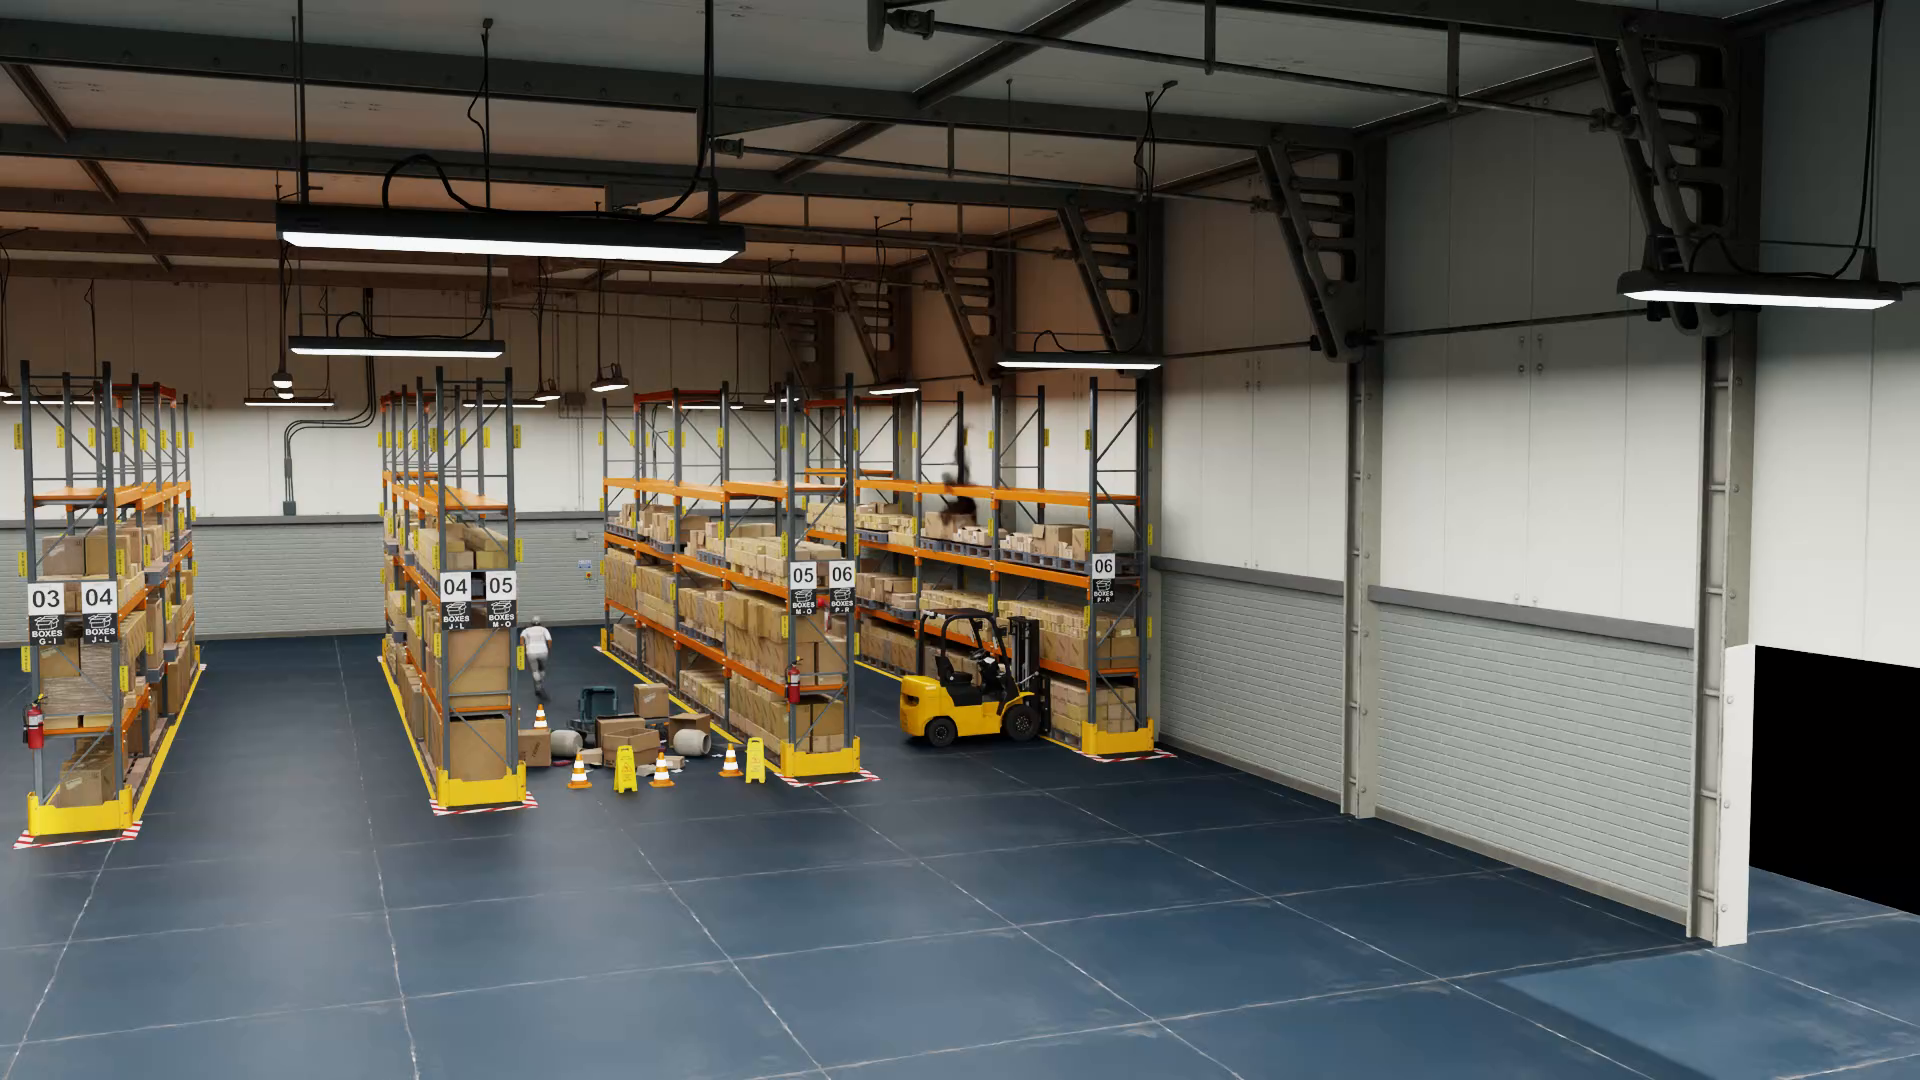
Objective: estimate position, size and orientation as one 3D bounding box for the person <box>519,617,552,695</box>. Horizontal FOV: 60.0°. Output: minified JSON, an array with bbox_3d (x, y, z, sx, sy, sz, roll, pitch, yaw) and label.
[{"bbox_3d":[-8.338,2.301,32.675,0.624,1.519,0.922,-1,4,-17],"label":"person"}]

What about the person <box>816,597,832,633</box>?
[{"bbox_3d":[-2.896,2.064,33.935,0.673,1.783,0.884,-2,4,-27],"label":"person"}]
